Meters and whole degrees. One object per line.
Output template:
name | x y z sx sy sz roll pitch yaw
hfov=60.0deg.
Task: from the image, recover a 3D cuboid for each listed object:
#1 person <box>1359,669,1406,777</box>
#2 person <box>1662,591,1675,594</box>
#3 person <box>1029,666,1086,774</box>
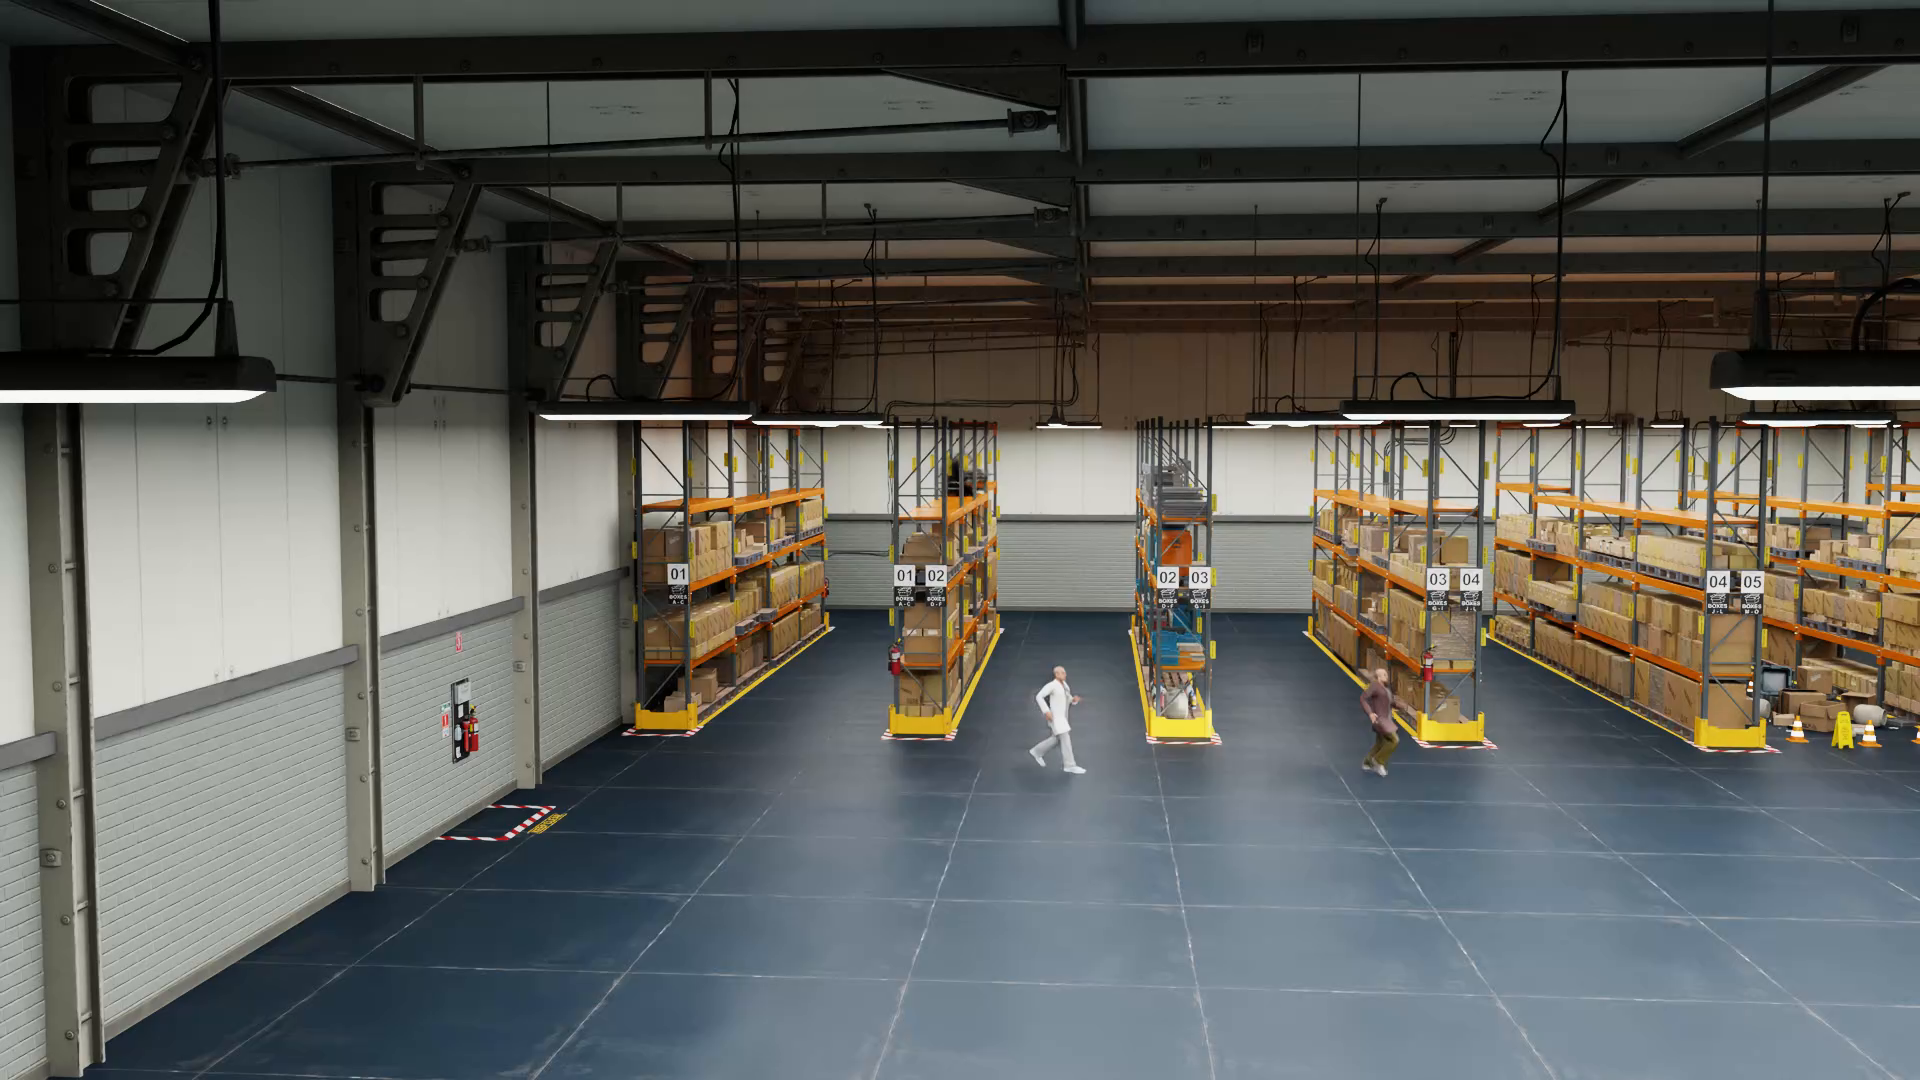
person | 7.048 3.034 27.658 0.748 1.783 0.683 2 4 33
person | 20.295 1.770 47.244 0.662 1.788 0.701 1 4 19
person | 1.619 2.987 27.815 1.048 1.762 0.704 2 4 27
